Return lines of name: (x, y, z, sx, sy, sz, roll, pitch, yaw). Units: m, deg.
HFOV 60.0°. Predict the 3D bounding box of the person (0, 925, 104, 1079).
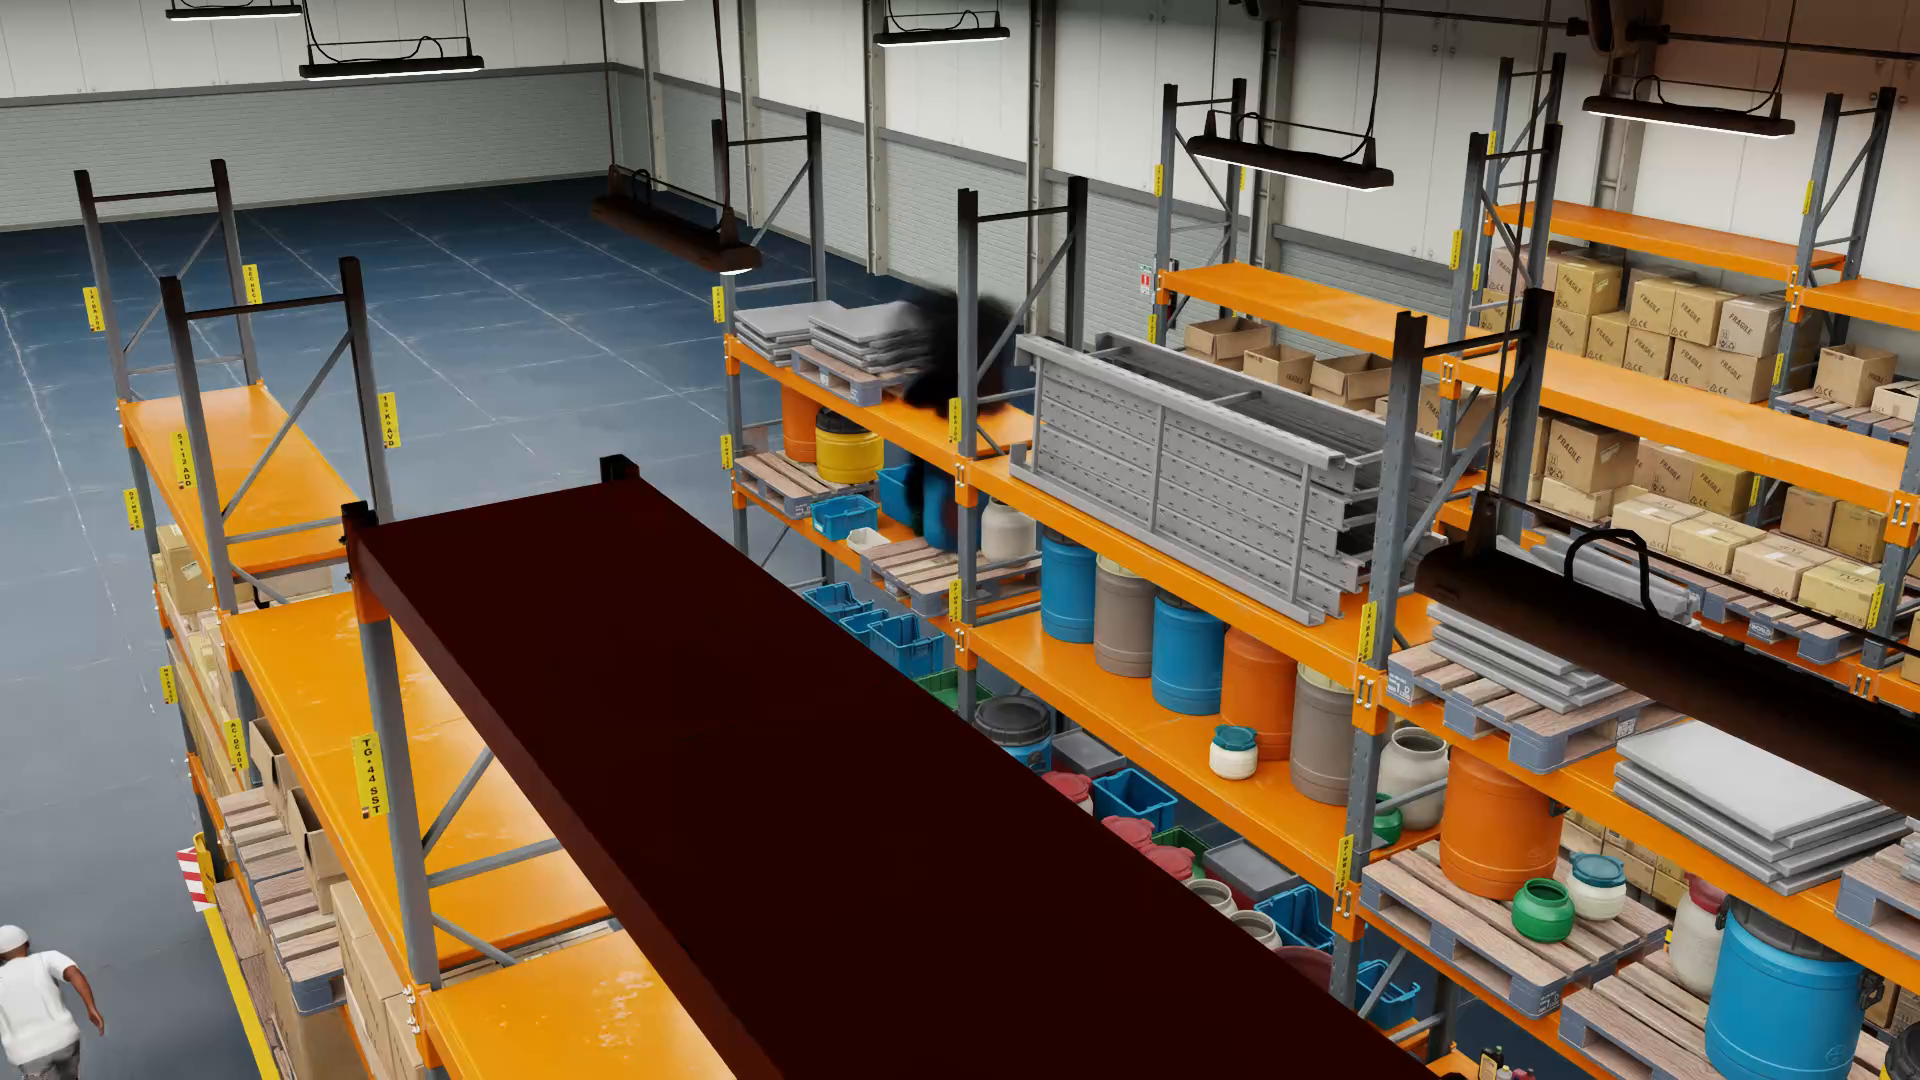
person: (-6.011, 3.381, 10.944, 0.693, 1.543, 1.161, -15, 26, -33)
